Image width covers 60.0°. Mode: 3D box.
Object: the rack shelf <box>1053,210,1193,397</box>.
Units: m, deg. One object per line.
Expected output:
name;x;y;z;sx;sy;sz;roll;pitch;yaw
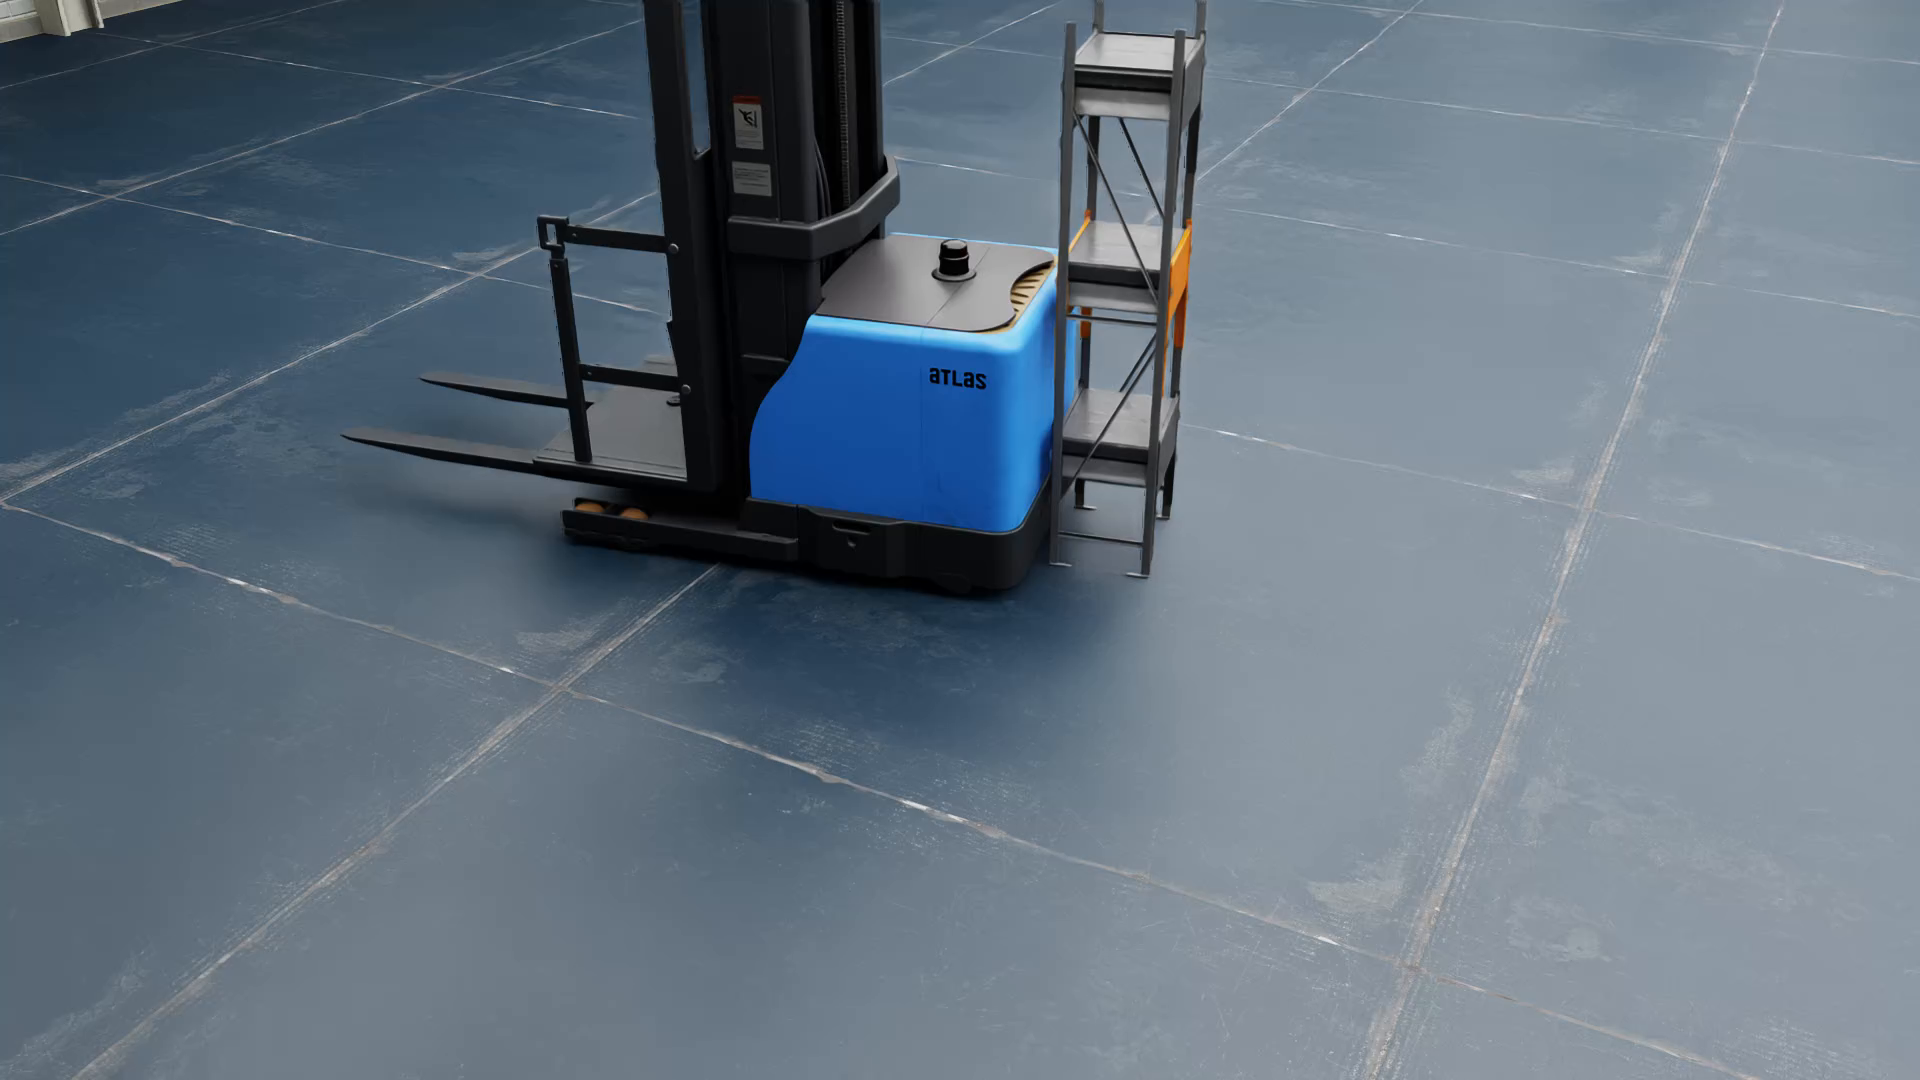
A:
rack shelf;0.612;-0.891;6.221;0.431;0.518;0.480;8;31;13

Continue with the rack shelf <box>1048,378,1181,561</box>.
rack shelf;0.612;-0.284;6.570;0.431;0.518;0.480;8;31;13

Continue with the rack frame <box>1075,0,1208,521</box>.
rack frame;0.678;-1.020;6.418;0.400;2.100;0.015;8;31;13

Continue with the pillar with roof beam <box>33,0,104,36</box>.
pillar with roof beam;-3.898;-7.375;10.556;9.100;9.000;0.400;14;33;23

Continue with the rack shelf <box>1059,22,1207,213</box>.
rack shelf;0.612;-1.498;5.872;0.431;0.518;0.480;8;31;13

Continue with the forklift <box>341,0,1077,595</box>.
forklift;-1.093;-1.472;6.370;3.031;2.935;1.130;8;31;14

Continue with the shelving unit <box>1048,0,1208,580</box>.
shelving unit;0.612;-0.903;6.214;0.431;2.100;0.503;8;31;13

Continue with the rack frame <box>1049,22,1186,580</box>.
rack frame;0.547;-0.786;6.010;0.400;2.100;0.015;8;31;13
